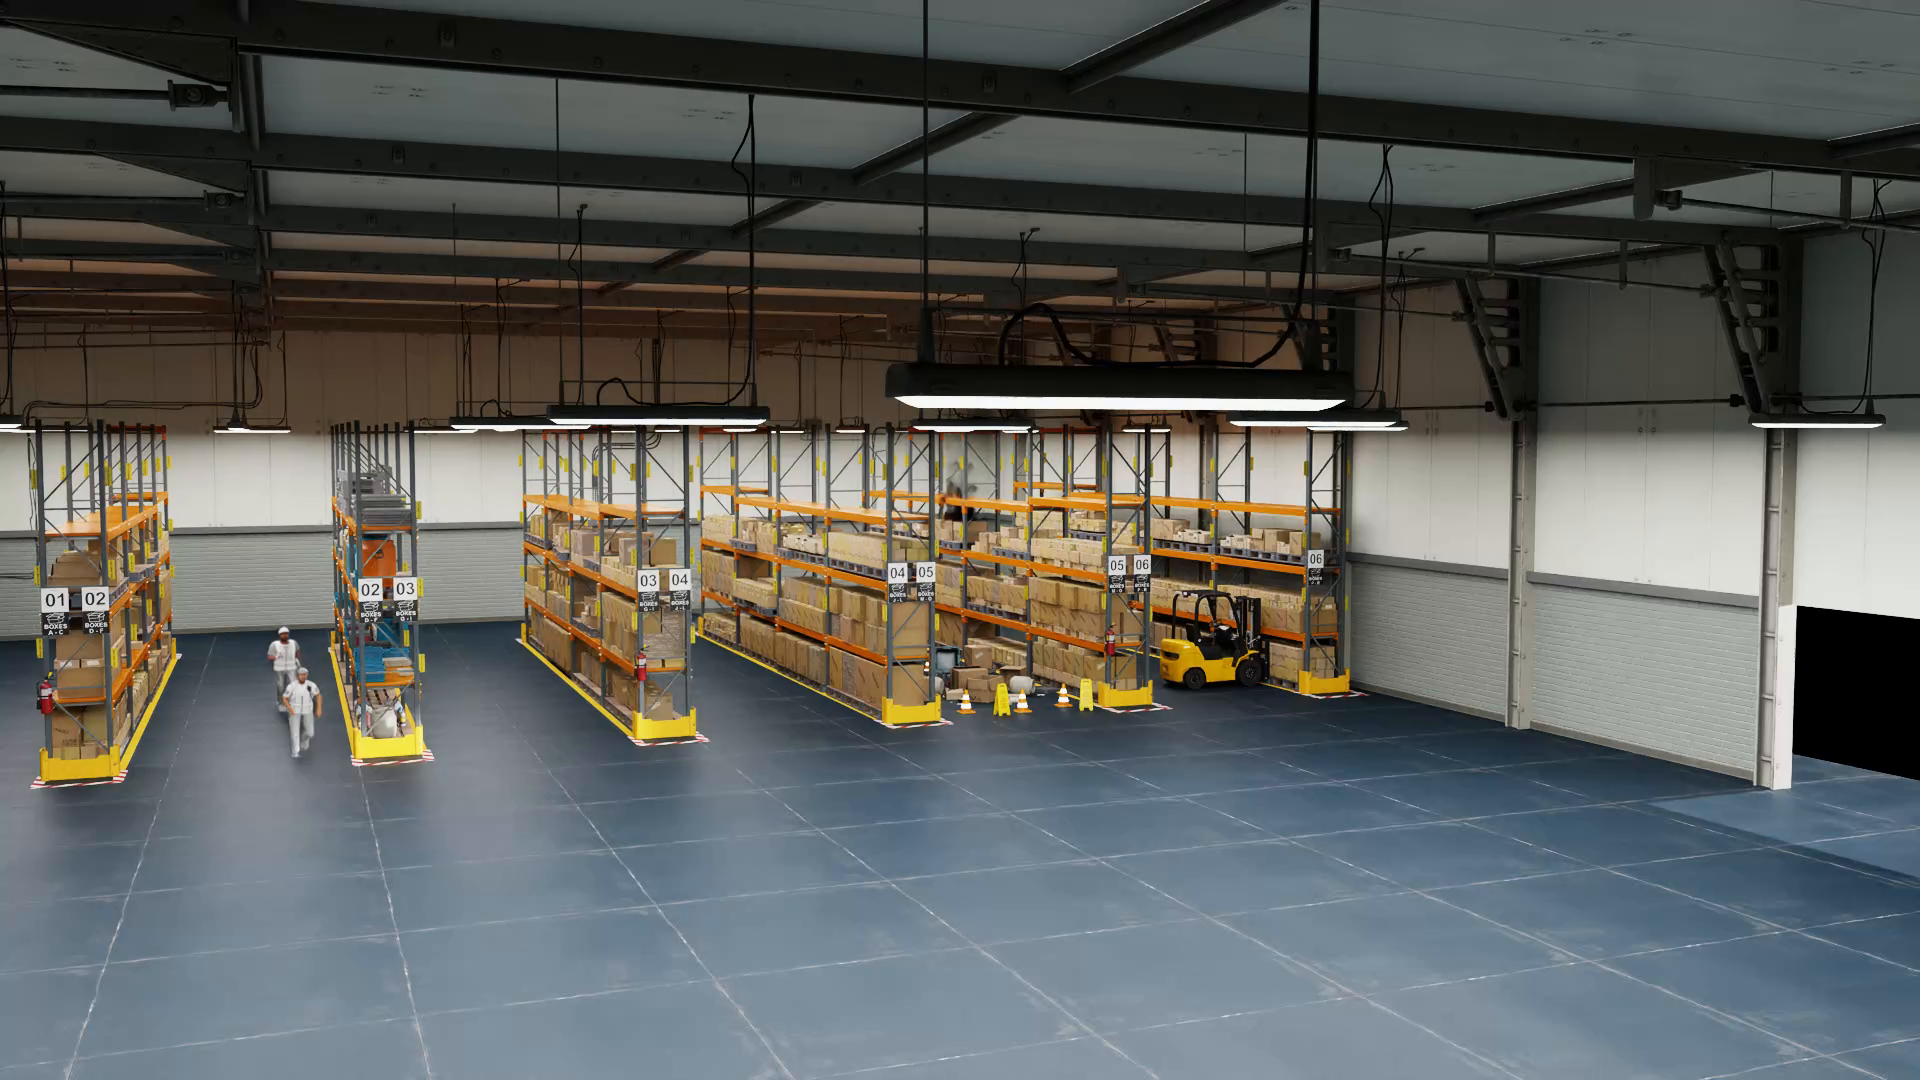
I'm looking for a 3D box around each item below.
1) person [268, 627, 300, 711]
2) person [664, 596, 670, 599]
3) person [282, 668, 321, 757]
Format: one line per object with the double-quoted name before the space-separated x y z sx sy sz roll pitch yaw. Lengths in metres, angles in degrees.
"person" -13.801 2.698 34.001 0.659 1.838 0.750 -2 4 -30
"person" -8.058 2.033 46.048 0.702 1.729 0.809 -1 4 -11
"person" -11.720 3.062 29.633 0.651 1.582 0.542 -2 4 -26
